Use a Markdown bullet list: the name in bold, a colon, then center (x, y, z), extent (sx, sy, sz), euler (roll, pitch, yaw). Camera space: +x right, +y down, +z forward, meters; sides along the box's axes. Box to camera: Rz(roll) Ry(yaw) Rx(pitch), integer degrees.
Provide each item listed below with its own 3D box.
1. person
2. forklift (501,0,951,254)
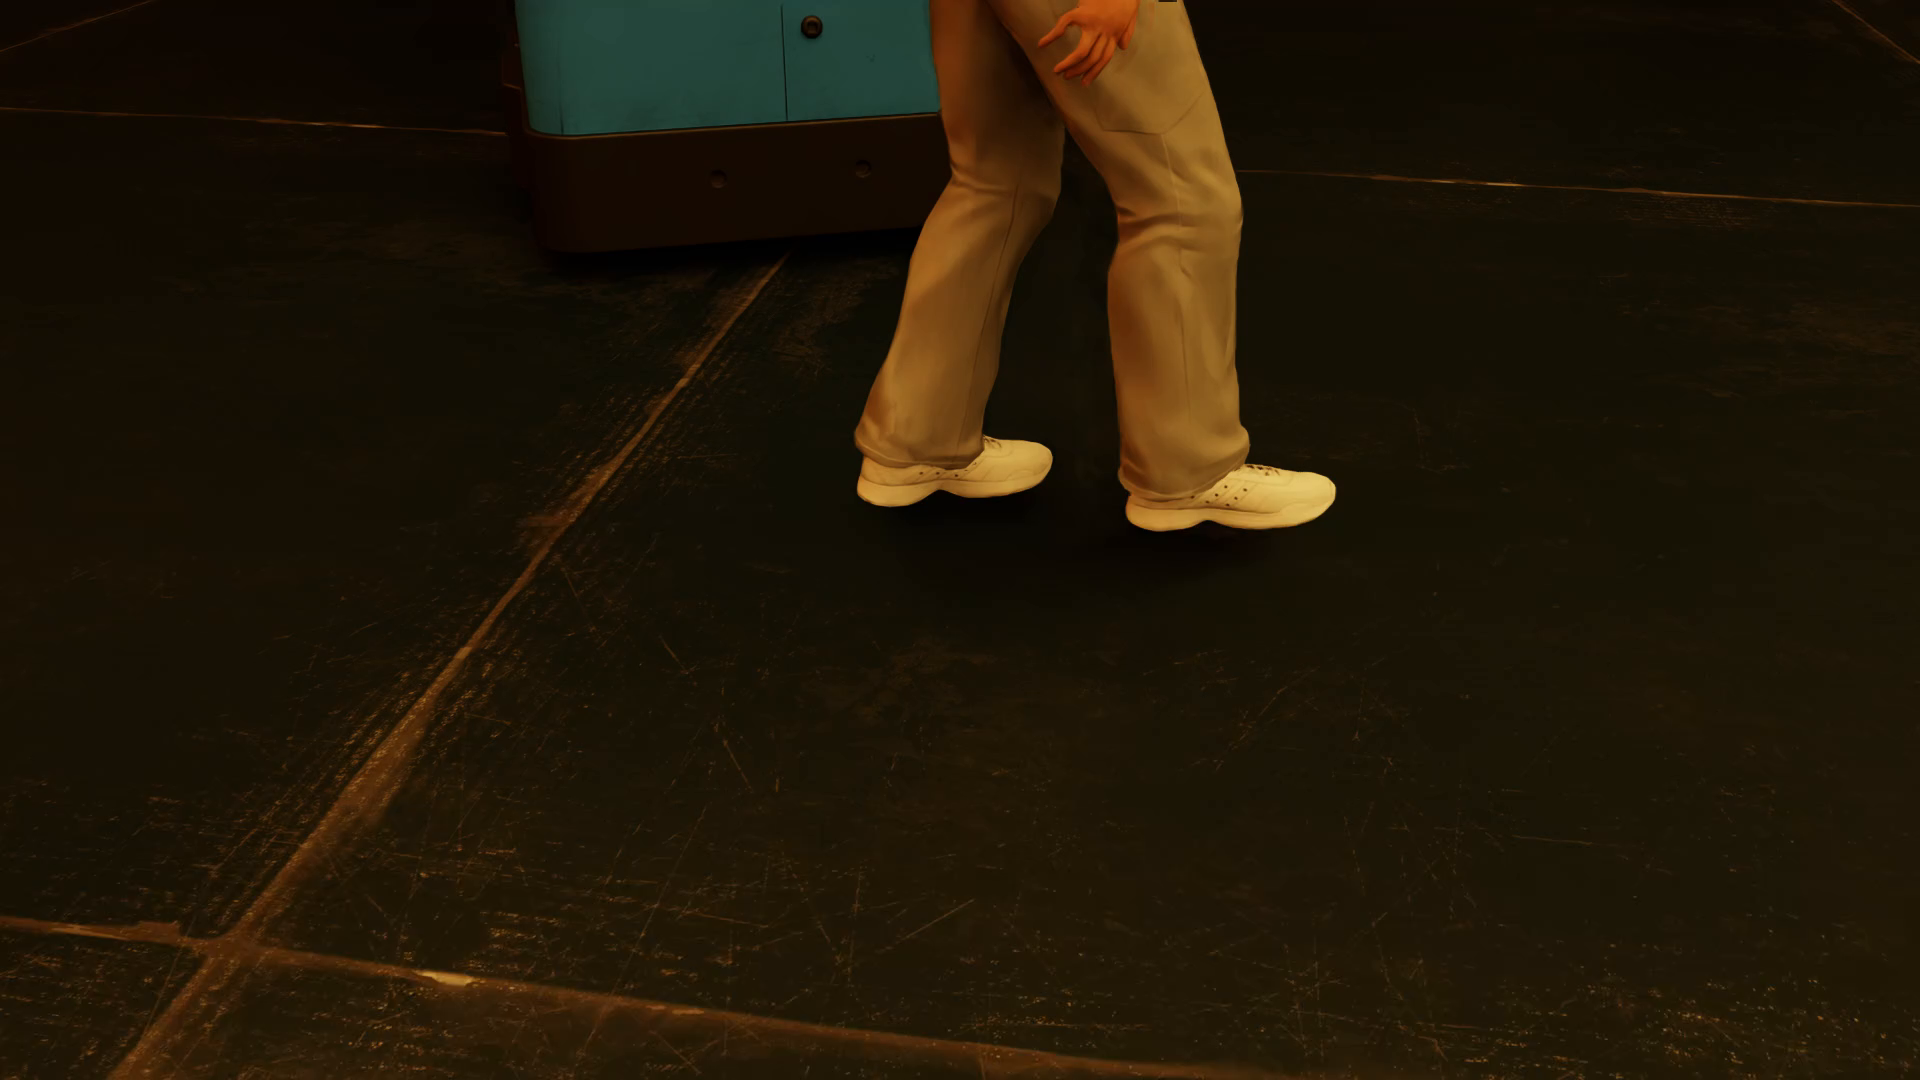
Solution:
- **person**: center (0.170, -0.791, 2.147), extent (0.628, 1.650, 0.571), euler (-11, 31, -19)
- **forklift**: center (-0.715, -2.569, 4.110), extent (1.130, 2.935, 3.031), euler (-7, 30, -12)
